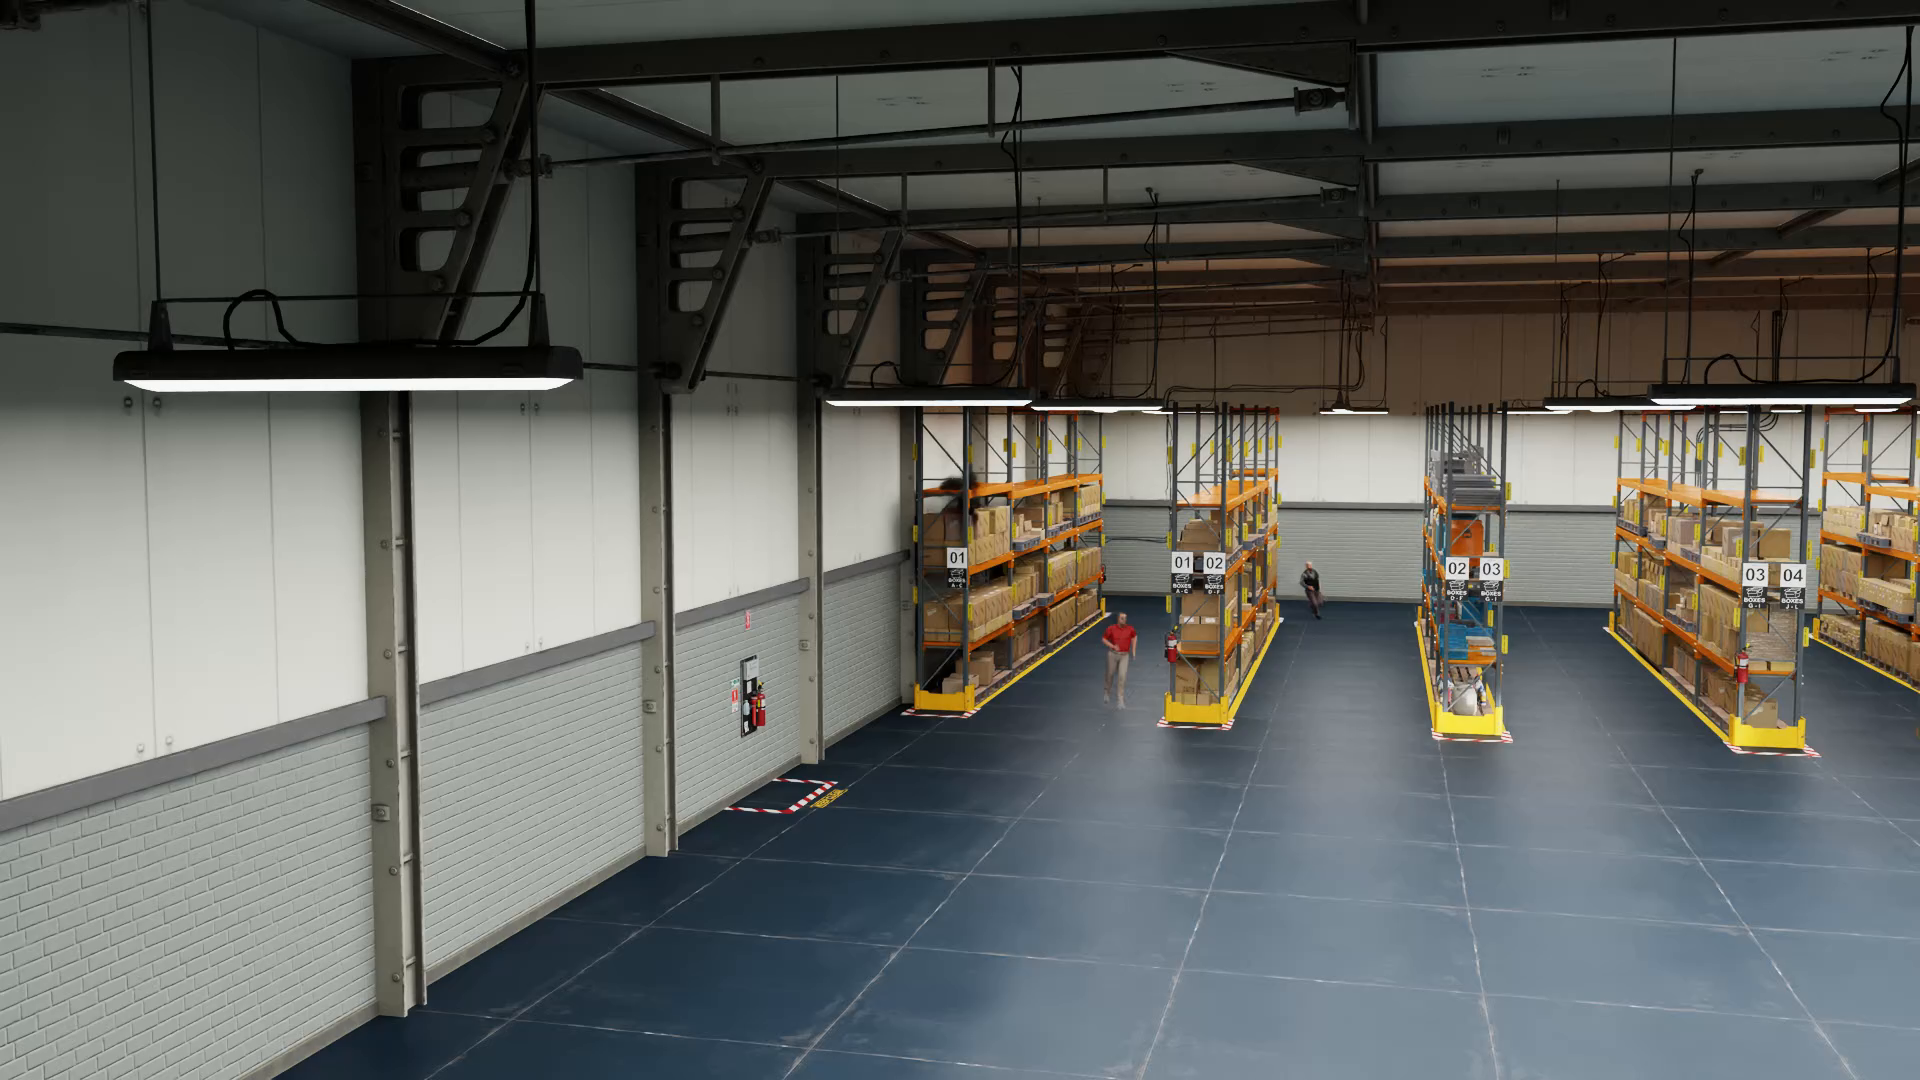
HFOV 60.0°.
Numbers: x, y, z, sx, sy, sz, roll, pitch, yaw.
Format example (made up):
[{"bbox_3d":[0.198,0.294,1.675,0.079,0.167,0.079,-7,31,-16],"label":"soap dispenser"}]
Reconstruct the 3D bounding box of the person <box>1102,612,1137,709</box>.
[{"bbox_3d":[3.030,2.259,31.474,0.700,1.783,0.766,0,4,-5],"label":"person"}]

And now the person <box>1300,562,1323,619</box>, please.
[{"bbox_3d":[9.949,1.462,47.137,0.714,1.566,0.588,-1,4,-18],"label":"person"}]
